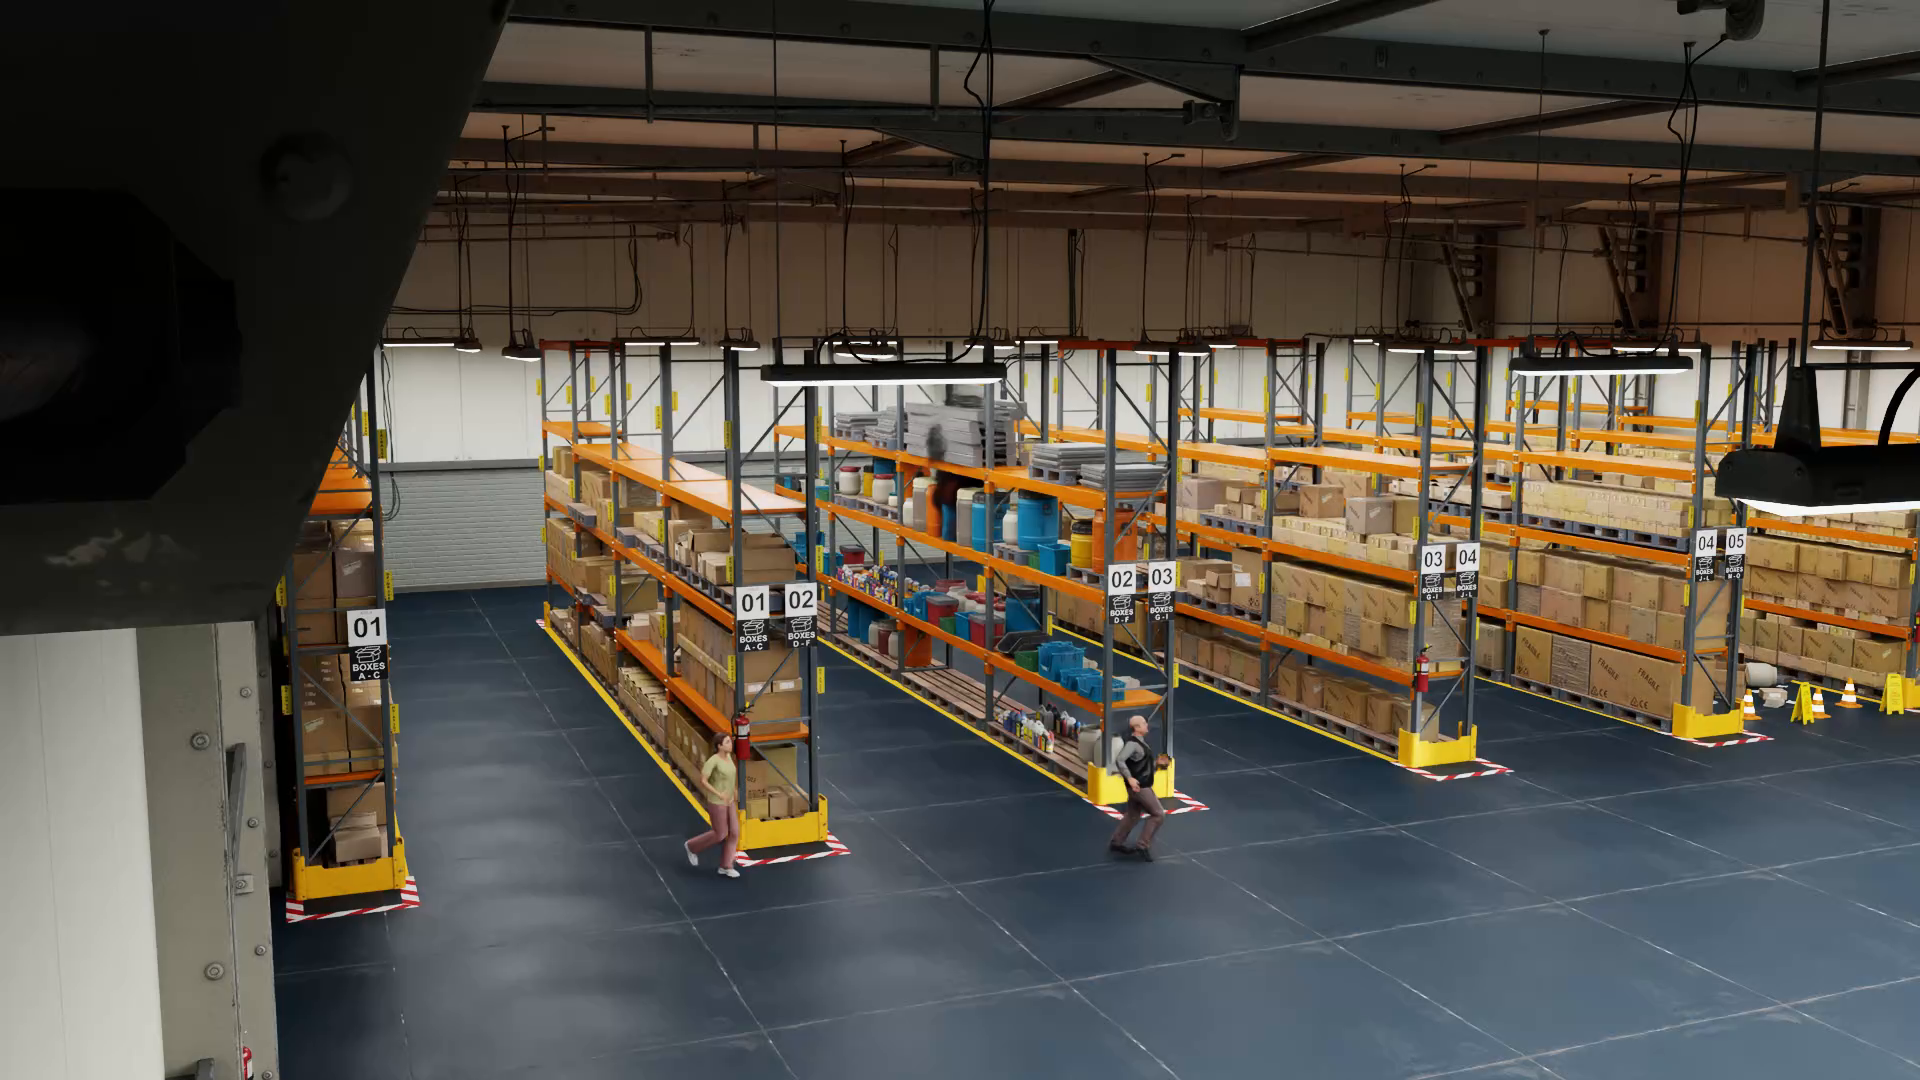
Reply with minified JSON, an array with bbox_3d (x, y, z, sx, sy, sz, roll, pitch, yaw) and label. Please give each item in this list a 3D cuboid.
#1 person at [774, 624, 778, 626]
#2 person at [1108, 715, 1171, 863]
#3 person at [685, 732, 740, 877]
[{"bbox_3d":[-3.771,1.257,32.720,0.557,1.623,0.868,-3,8,-19],"label":"person"},{"bbox_3d":[2.124,2.940,19.641,0.727,1.757,0.631,1,7,5],"label":"person"},{"bbox_3d":[-2.801,3.033,19.281,0.745,1.629,0.618,3,8,23],"label":"person"}]
